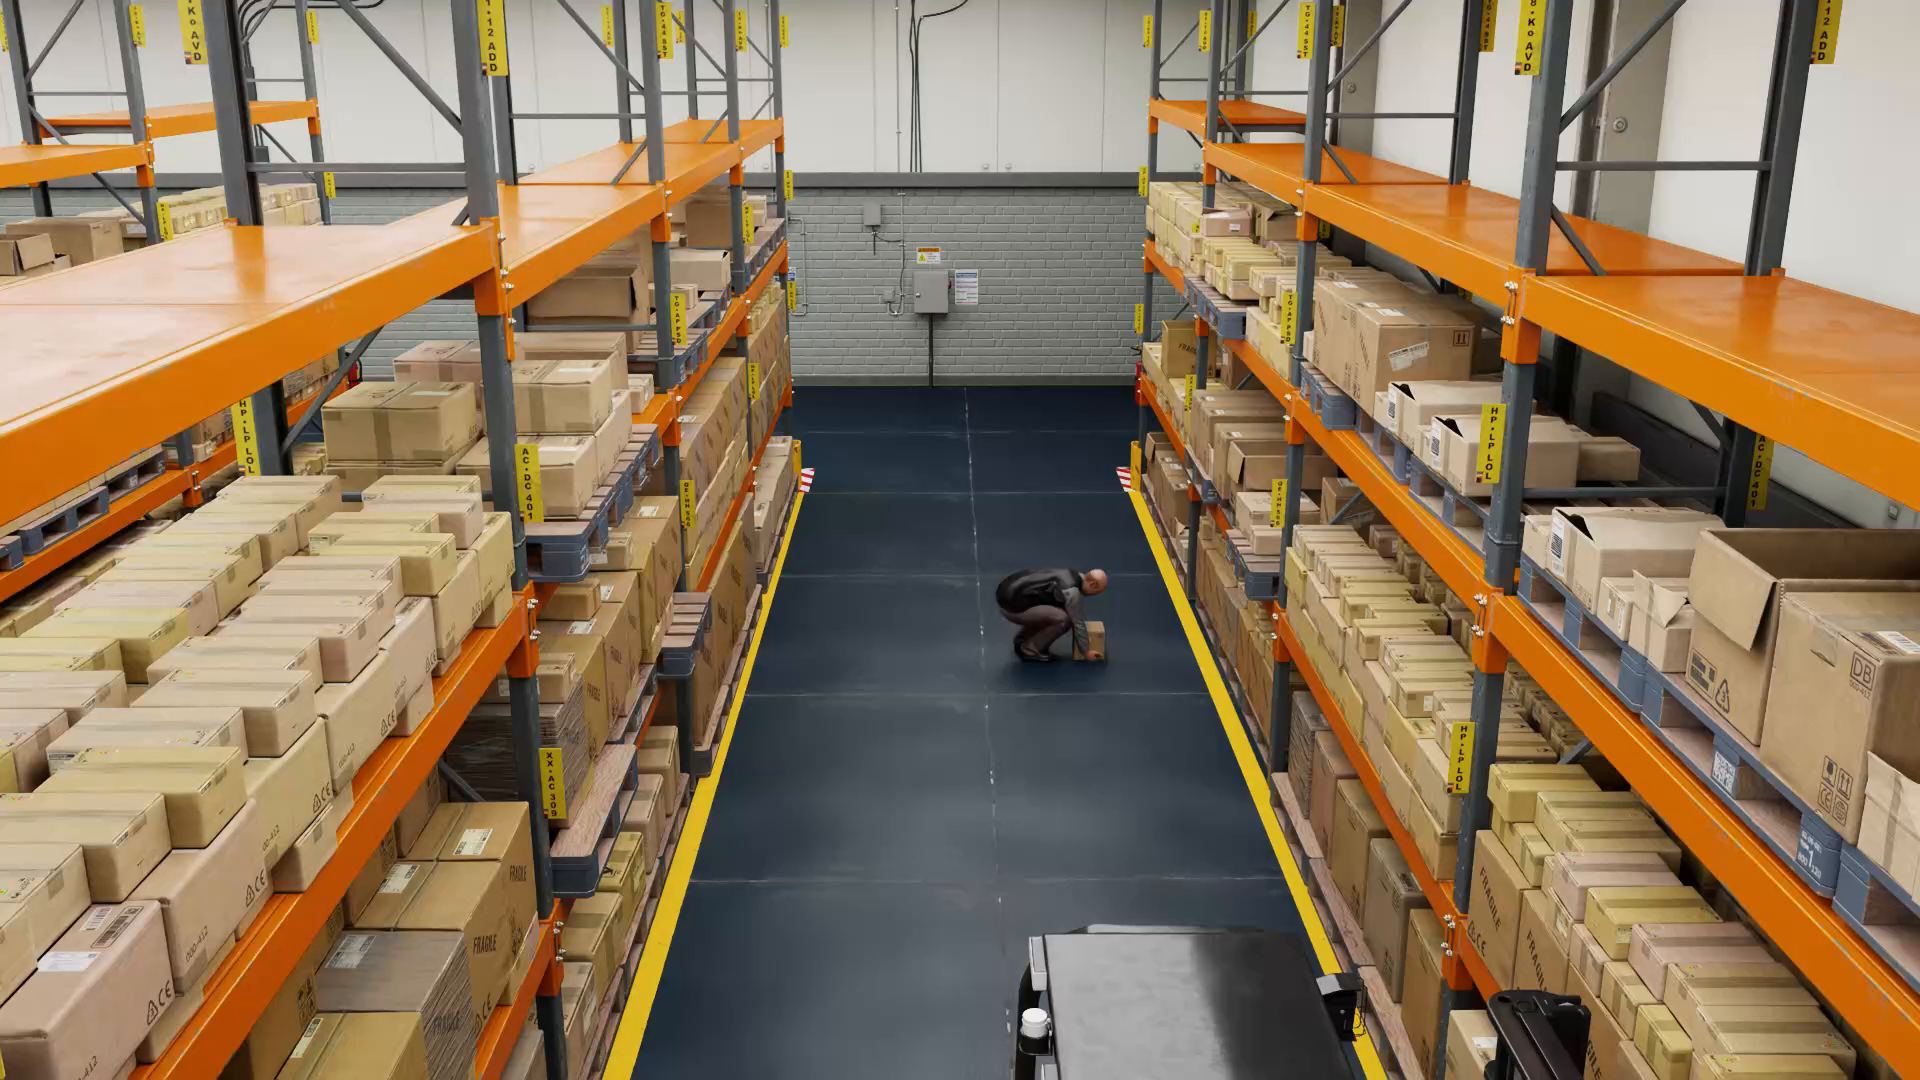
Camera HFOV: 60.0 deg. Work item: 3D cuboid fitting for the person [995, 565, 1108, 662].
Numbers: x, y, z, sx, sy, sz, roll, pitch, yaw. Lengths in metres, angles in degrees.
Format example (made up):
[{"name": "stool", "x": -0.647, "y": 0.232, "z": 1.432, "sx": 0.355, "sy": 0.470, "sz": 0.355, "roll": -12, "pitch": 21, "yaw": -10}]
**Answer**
[{"name": "person", "x": 0.762, "y": 0.604, "z": 13.863, "sx": 0.936, "sy": 0.790, "sz": 0.500, "roll": -1, "pitch": 17, "yaw": -2}]
